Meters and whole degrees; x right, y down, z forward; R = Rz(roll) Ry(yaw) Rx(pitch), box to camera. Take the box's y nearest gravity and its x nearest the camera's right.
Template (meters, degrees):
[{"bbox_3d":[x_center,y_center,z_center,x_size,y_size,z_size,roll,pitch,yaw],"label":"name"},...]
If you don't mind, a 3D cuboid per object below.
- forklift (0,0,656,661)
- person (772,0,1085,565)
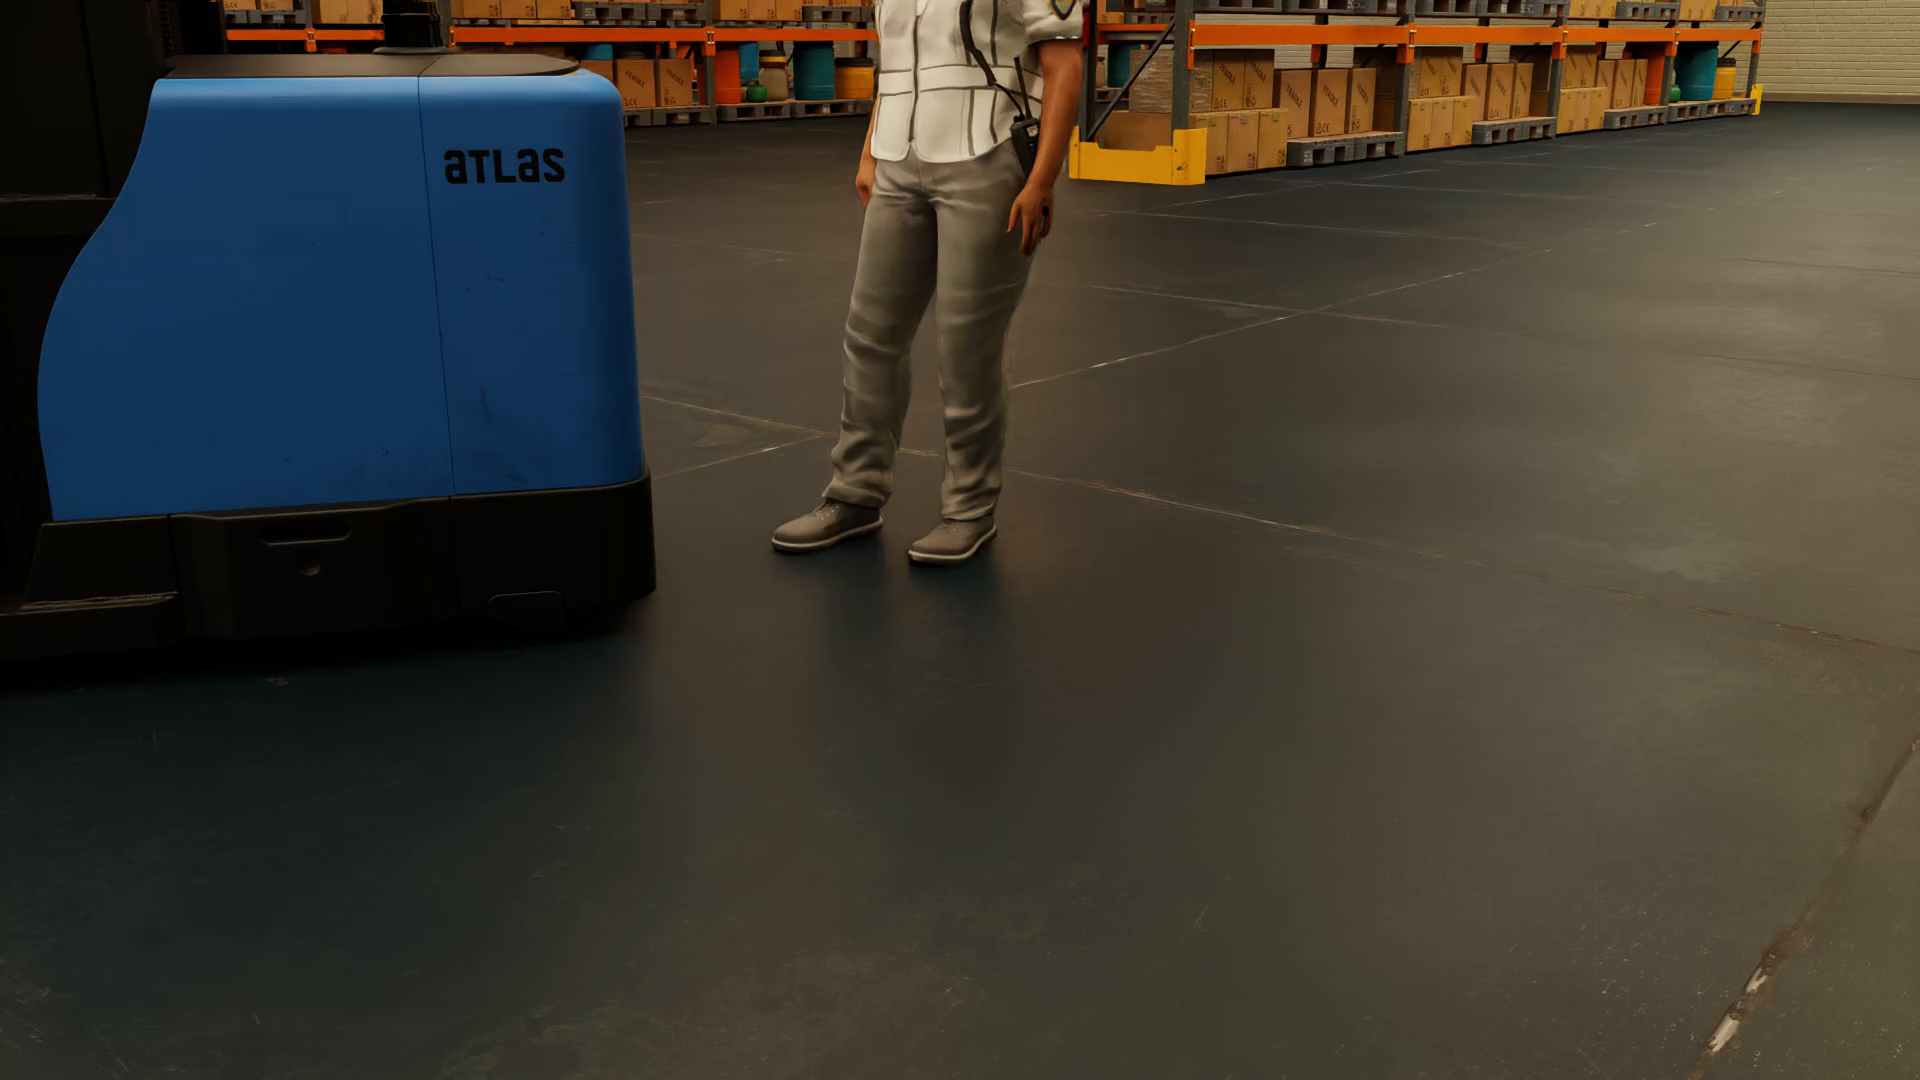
[{"bbox_3d":[-2.191,-1.249,3.009,3.031,2.935,1.130,-4,17,-14],"label":"forklift"},{"bbox_3d":[-0.062,-0.774,3.632,0.621,1.669,0.525,14,22,39],"label":"person"}]
